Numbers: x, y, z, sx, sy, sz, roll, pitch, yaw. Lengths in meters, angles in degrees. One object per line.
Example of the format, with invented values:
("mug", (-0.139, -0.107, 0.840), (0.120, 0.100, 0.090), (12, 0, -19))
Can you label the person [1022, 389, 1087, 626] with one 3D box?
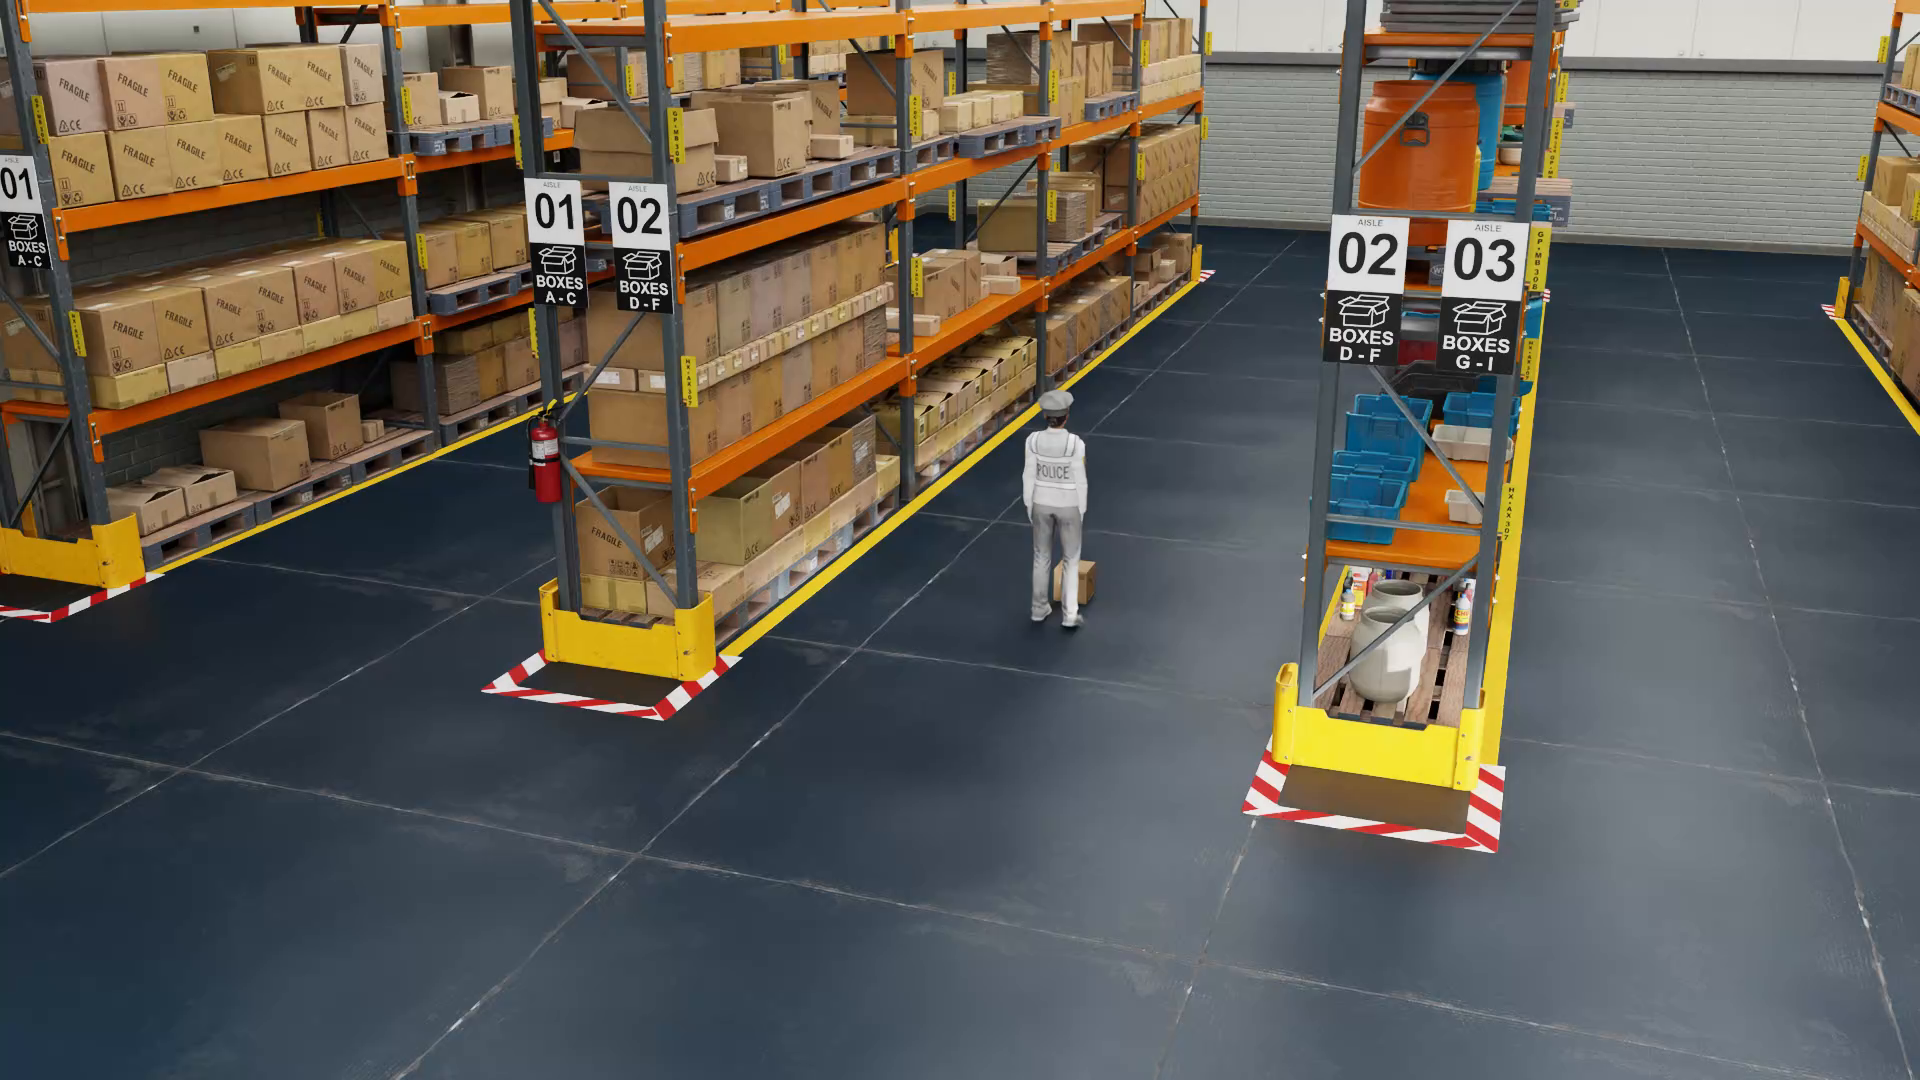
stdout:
("person", (0.672, -0.217, 11.707), (0.465, 1.701, 0.343), (7, 20, 20))
